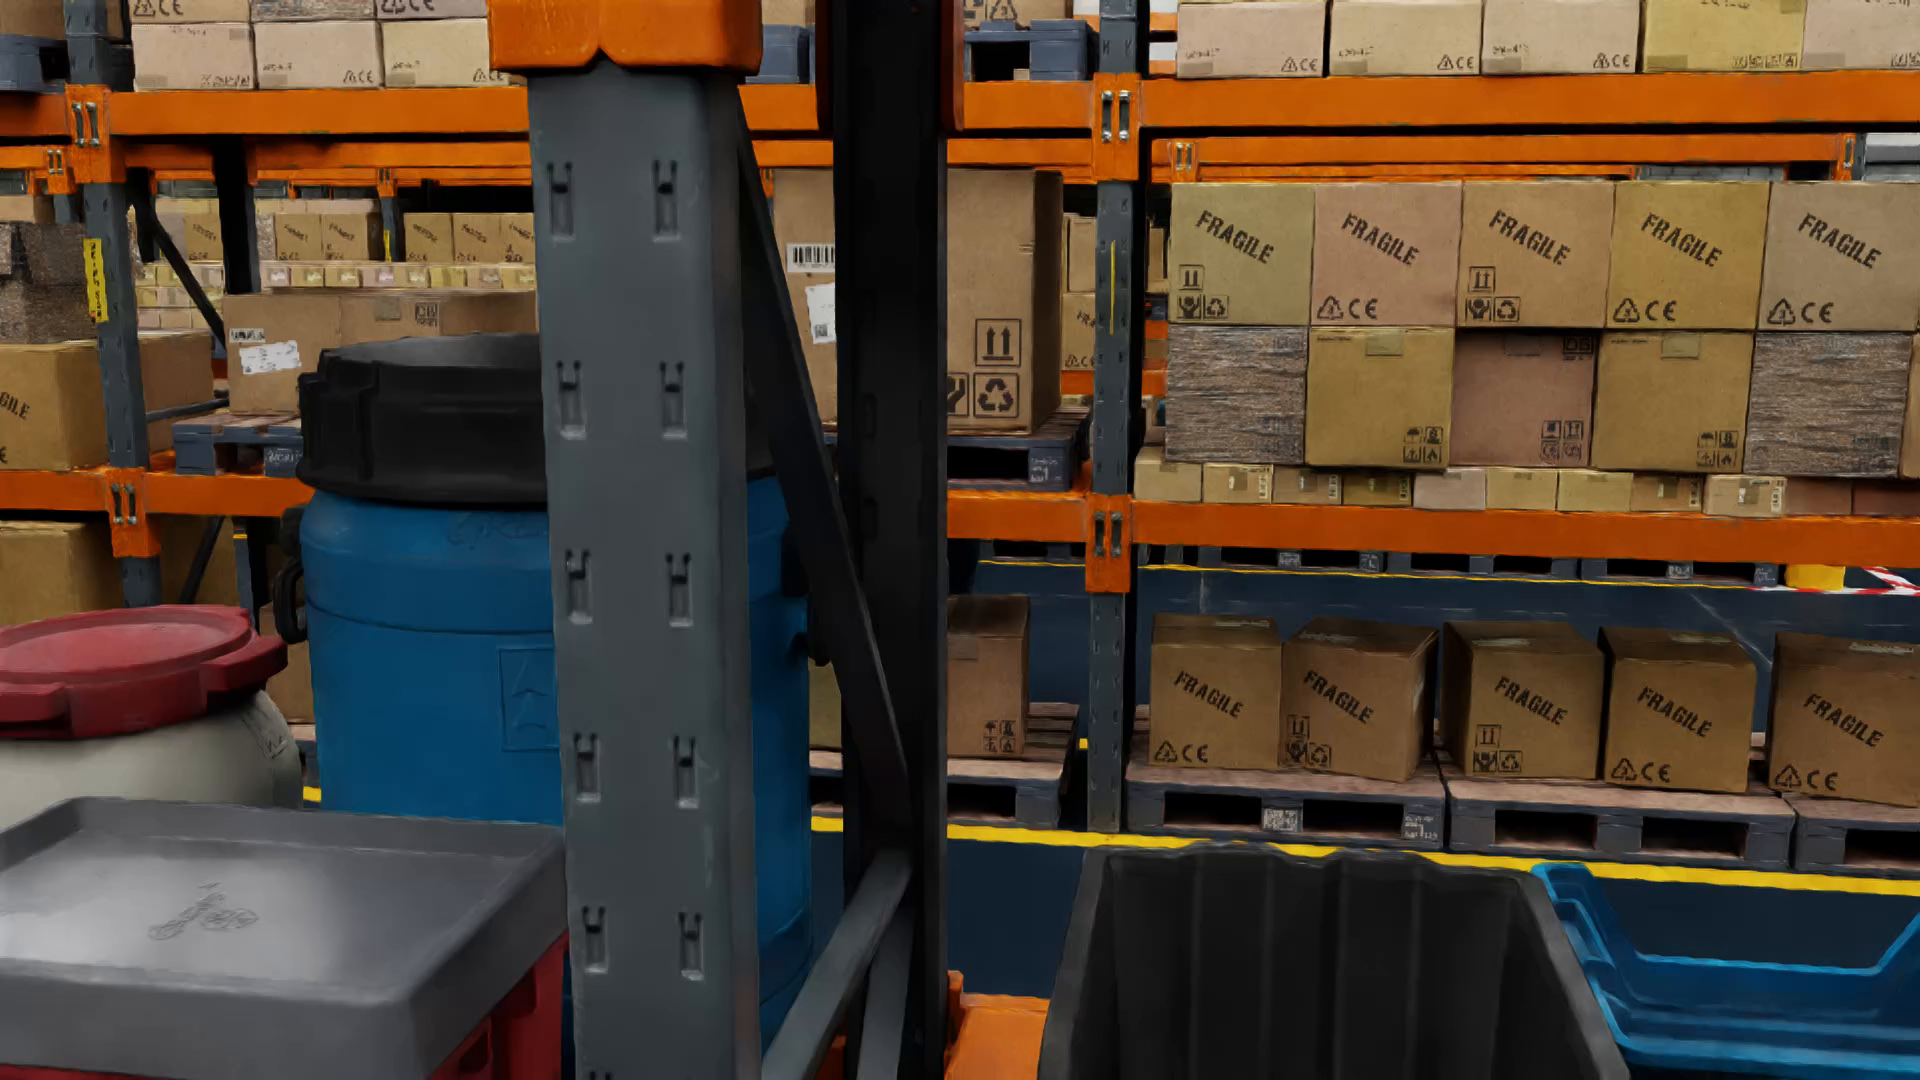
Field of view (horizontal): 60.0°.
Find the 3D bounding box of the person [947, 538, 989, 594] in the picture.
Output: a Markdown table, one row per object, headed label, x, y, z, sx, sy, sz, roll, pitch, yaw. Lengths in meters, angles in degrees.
| label | x | y | z | sx | sy | sz | roll | pitch | yaw |
| --- | --- | --- | --- | --- | --- | --- | --- | --- | --- |
| person | -0.048 | -0.086 | 8.309 | 0.498 | 1.585 | 0.378 | 5 | 12 | 24 |
